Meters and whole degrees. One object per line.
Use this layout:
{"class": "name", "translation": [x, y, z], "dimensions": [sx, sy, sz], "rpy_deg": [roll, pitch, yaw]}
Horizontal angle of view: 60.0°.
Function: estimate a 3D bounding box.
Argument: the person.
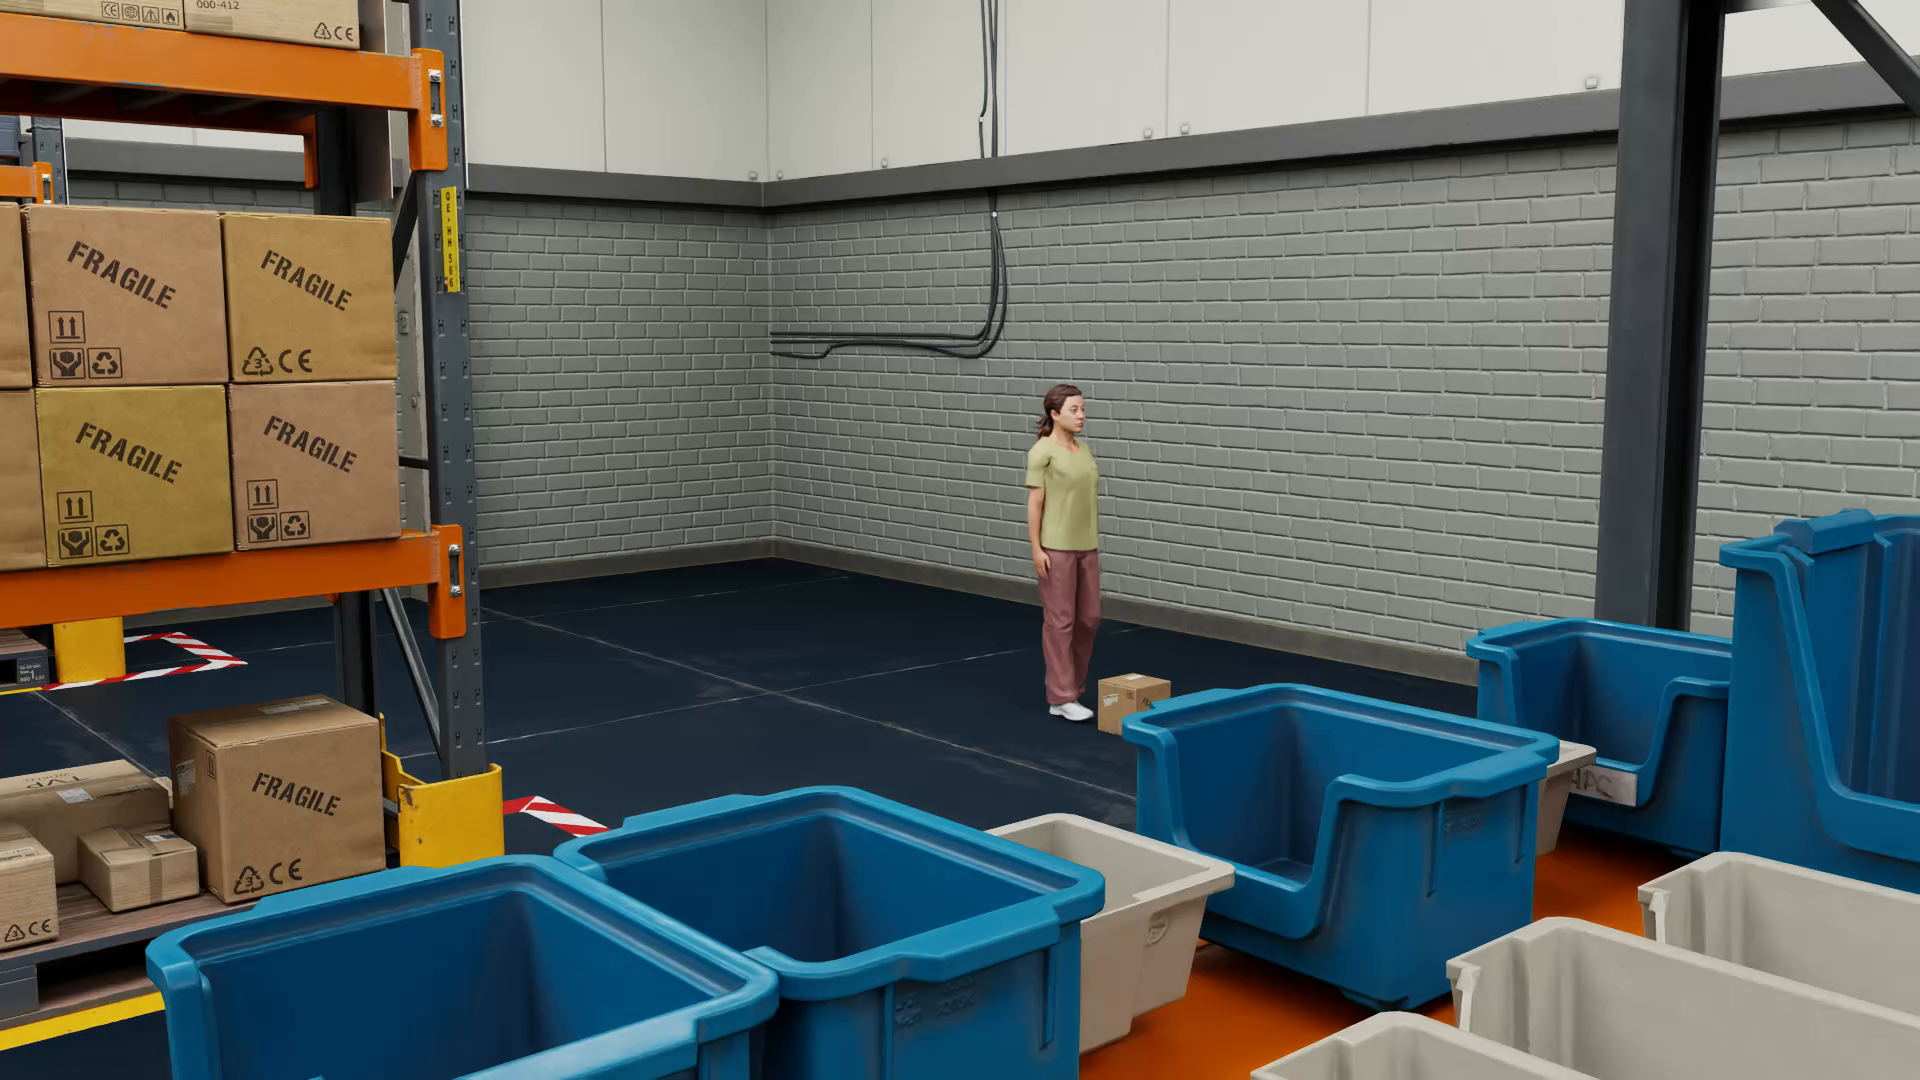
{"class": "person", "translation": [0.537, 0.090, 8.371], "dimensions": [0.451, 1.739, 0.498], "rpy_deg": [-6, 10, -40]}
